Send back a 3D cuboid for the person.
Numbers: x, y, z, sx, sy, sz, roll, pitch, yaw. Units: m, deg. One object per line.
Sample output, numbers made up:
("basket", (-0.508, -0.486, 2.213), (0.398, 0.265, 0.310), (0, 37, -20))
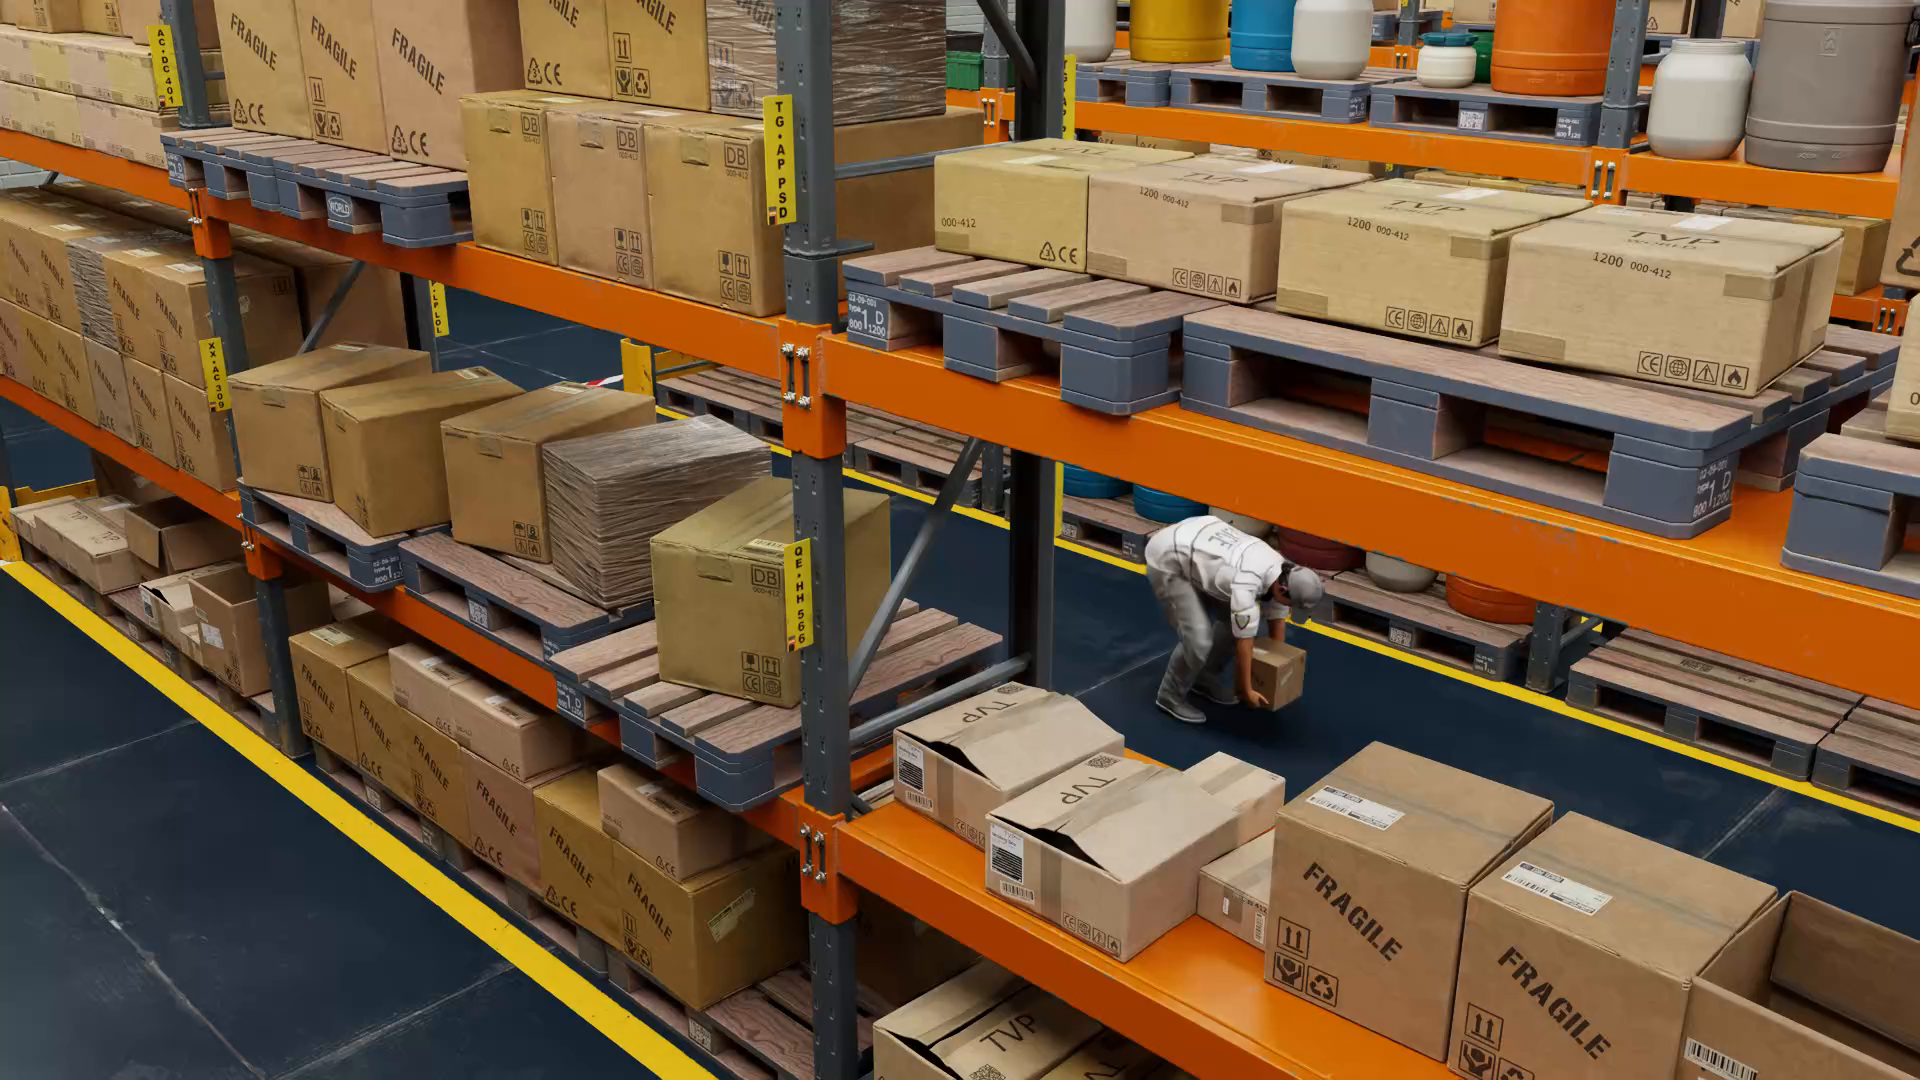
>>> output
("person", (1.367, 0.430, 8.349), (0.951, 1.025, 0.492), (18, 27, 39))
